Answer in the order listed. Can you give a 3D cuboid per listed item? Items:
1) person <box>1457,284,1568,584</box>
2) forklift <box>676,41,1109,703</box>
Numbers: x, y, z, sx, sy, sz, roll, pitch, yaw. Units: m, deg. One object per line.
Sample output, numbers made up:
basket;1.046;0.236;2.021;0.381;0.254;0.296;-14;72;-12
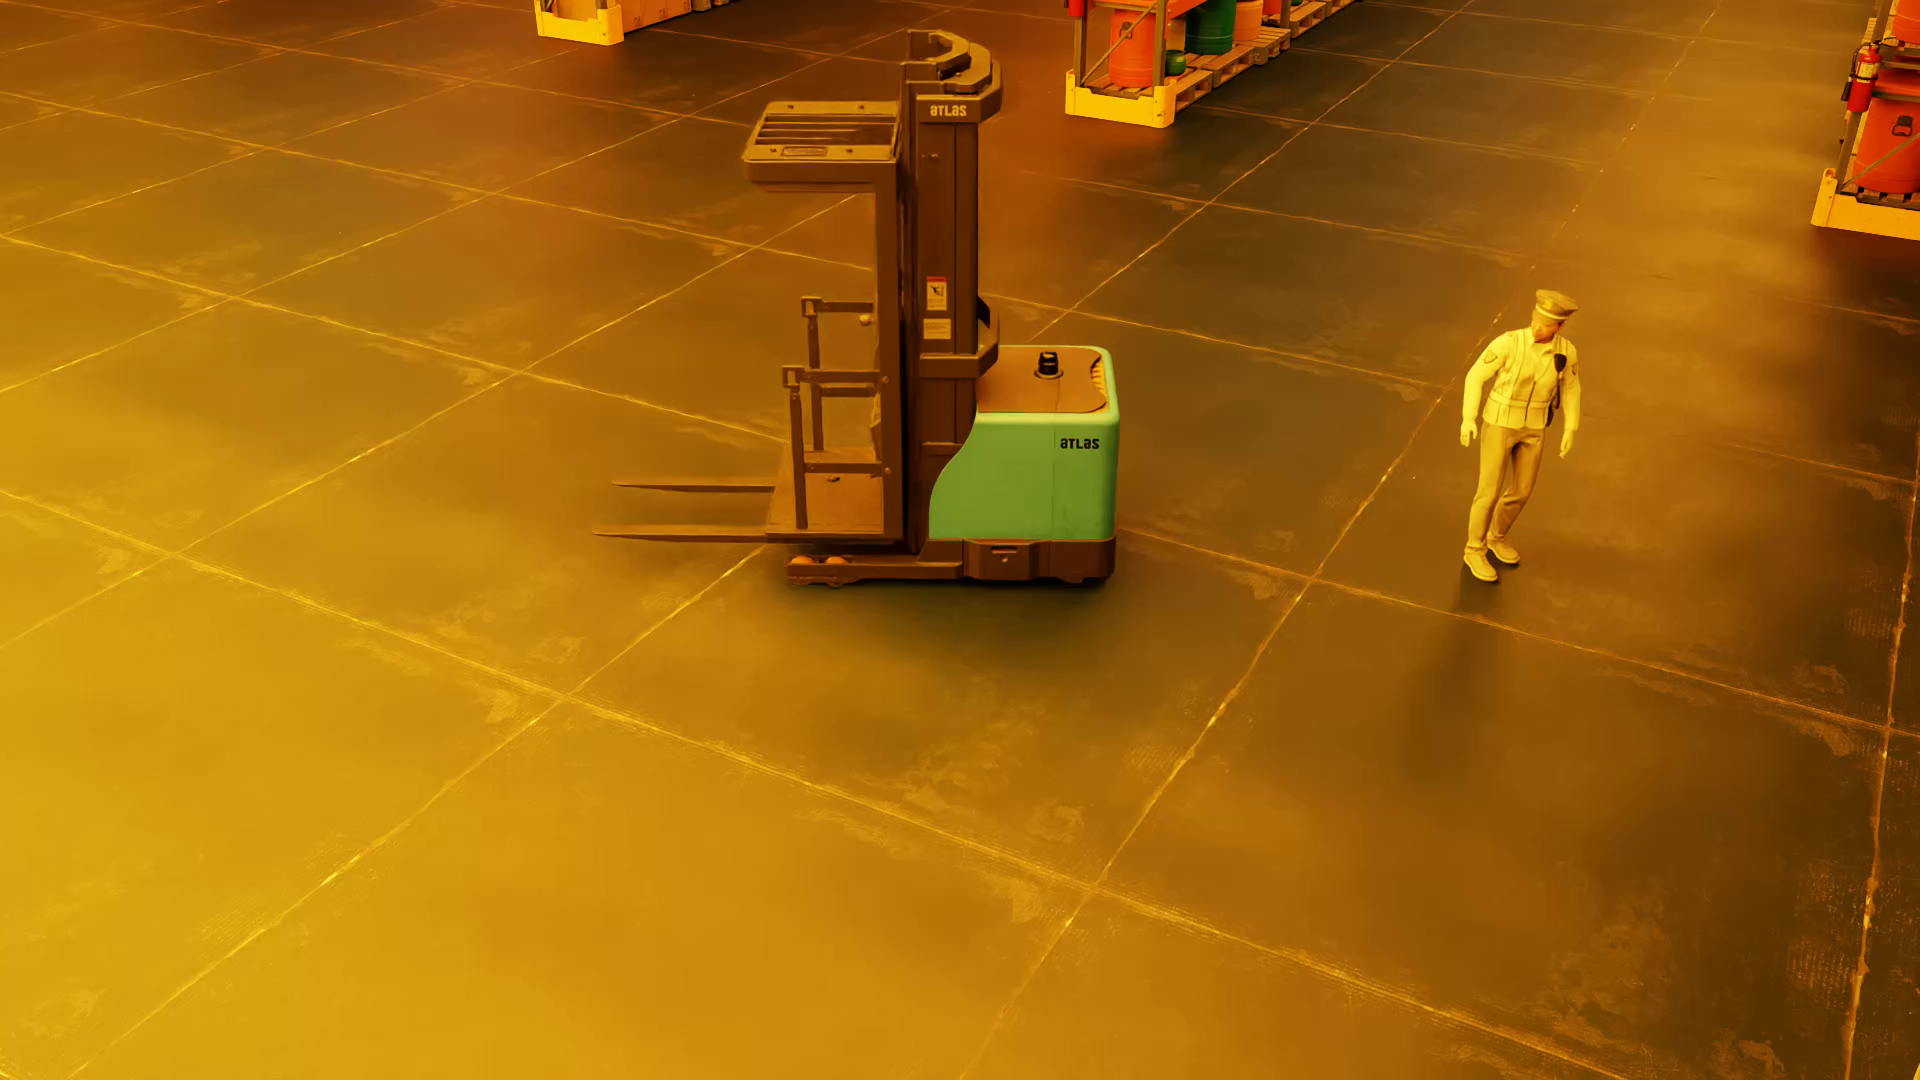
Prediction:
person;3.152;-0.616;9.361;0.582;1.695;0.533;-3;30;-5
forklift;-0.337;-0.999;8.802;1.130;2.935;3.031;18;35;29
